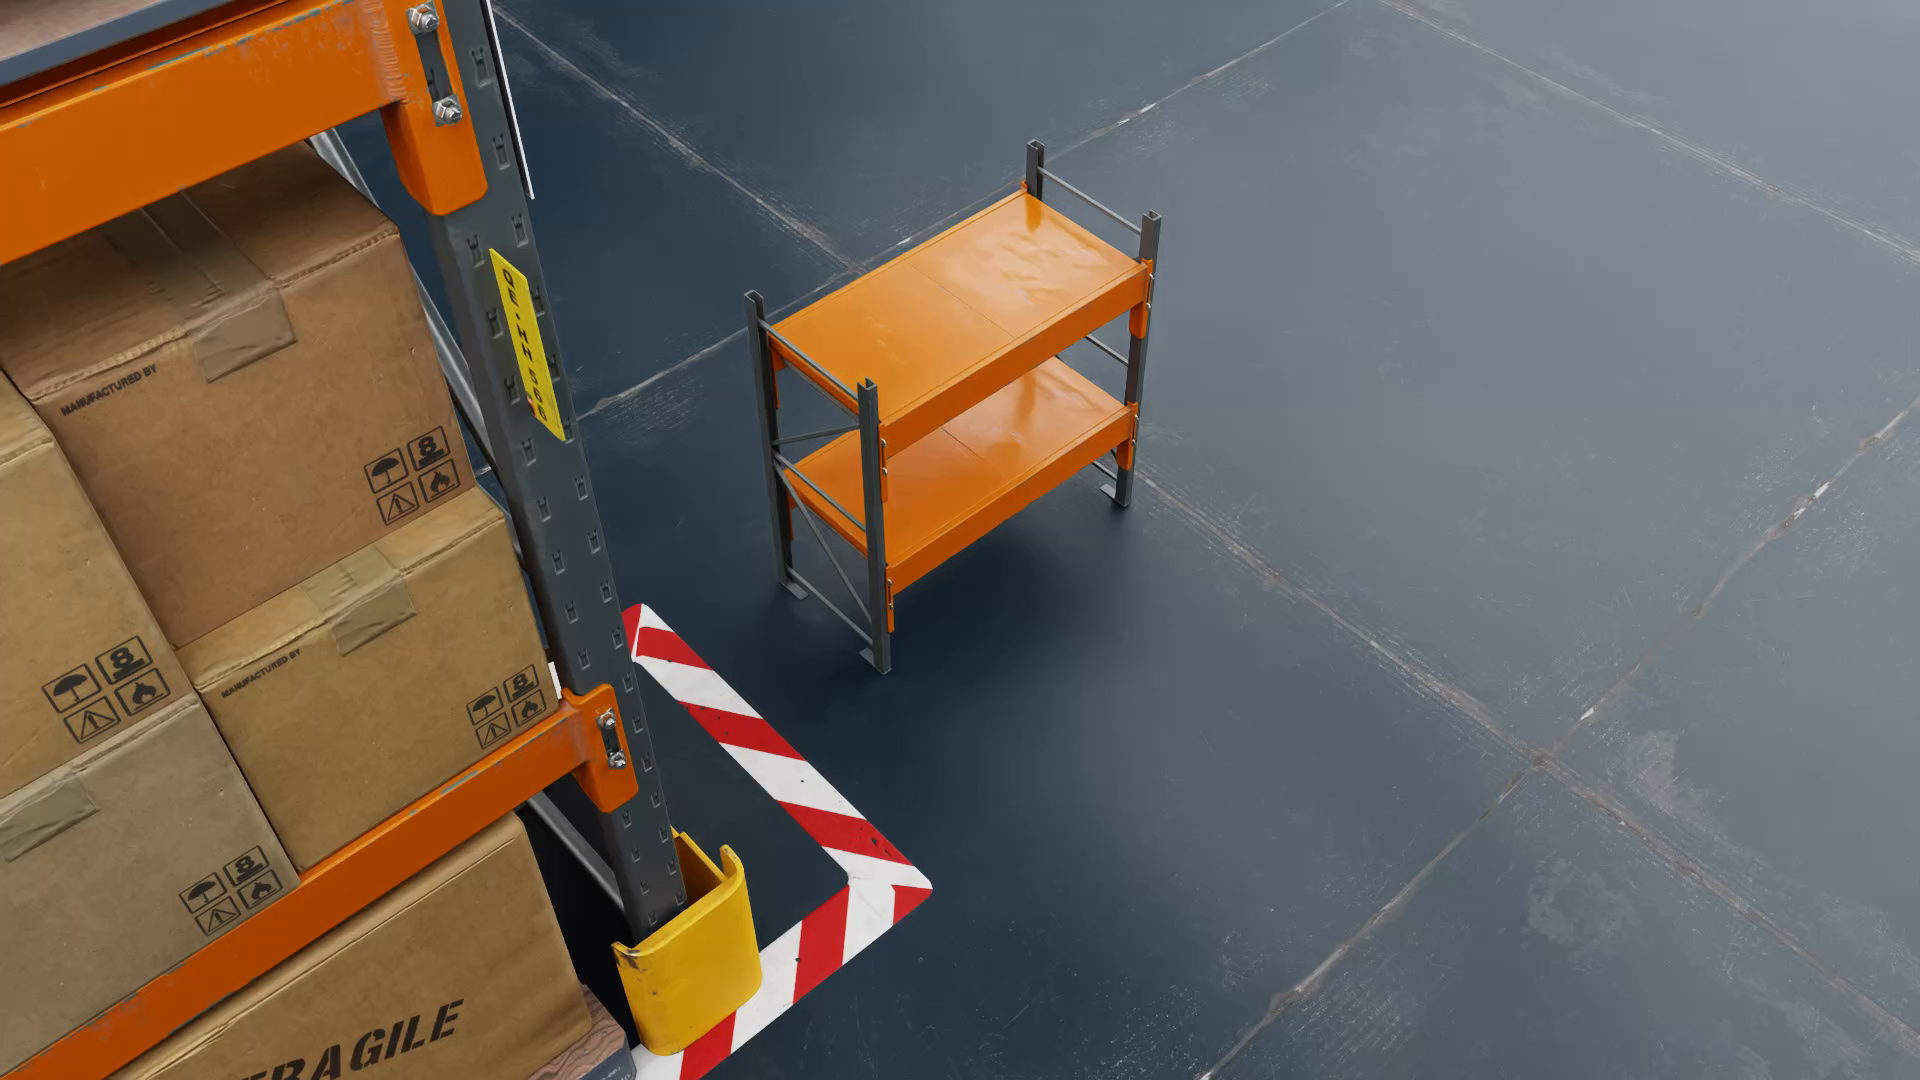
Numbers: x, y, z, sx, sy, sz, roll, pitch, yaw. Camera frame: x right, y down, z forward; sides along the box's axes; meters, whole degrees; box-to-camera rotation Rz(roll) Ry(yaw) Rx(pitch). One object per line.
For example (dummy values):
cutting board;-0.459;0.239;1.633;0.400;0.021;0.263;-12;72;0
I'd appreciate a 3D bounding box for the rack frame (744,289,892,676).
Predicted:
rack frame;-0.381;-0.127;4.602;0.032;1.125;0.500;-34;56;-27

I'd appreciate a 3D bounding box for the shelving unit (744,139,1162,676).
shelving unit;-0.005;-0.378;4.834;1.048;1.125;0.538;-34;56;-27

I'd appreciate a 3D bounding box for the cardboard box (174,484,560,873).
cardboard box;-1.257;0.036;3.074;0.550;0.550;0.875;-34;56;-27

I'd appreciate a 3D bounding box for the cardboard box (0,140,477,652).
cardboard box;-1.313;-0.376;2.719;0.550;0.550;0.875;-34;56;-27

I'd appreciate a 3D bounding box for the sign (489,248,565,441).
sign;-0.658;-0.292;2.530;0.005;0.325;0.100;-34;56;-27

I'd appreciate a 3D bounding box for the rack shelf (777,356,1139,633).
rack shelf;-0.005;-0.212;5.013;1.000;0.278;0.538;-34;56;-27

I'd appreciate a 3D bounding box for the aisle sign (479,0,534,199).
aisle sign;-0.758;-0.875;2.247;0.004;0.787;0.394;-34;56;-27

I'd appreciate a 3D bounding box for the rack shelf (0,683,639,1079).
rack shelf;-2.492;1.112;2.673;4.000;0.370;1.077;-34;56;-27

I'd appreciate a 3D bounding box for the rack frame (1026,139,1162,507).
rack frame;0.371;-0.629;5.065;0.032;1.125;0.500;-34;56;-27

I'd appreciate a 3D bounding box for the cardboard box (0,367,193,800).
cardboard box;-1.658;-0.054;2.422;0.550;0.550;0.875;-34;56;-27

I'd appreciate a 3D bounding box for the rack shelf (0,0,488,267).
rack shelf;-2.492;0.095;1.570;4.000;0.370;1.077;-34;56;-27

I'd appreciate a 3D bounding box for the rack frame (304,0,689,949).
rack frame;-1.013;-0.121;3.321;0.127;3.000;1.000;-34;56;-27

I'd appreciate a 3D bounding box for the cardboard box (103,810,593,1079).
cardboard box;-1.470;0.828;3.605;0.875;0.875;0.875;-33;56;-27

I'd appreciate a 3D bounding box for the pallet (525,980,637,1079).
pallet;-1.552;1.262;3.942;1.213;0.211;1.003;-34;56;-27

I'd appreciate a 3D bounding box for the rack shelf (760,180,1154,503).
rack shelf;-0.005;-0.577;4.618;1.000;0.278;0.538;-34;56;-27

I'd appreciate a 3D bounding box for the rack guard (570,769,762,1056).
rack guard;-0.995;0.715;4.250;0.348;0.500;1.175;-34;56;-27

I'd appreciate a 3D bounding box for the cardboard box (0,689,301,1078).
cardboard box;-1.649;0.320;2.812;0.550;0.550;0.875;-34;56;-27
